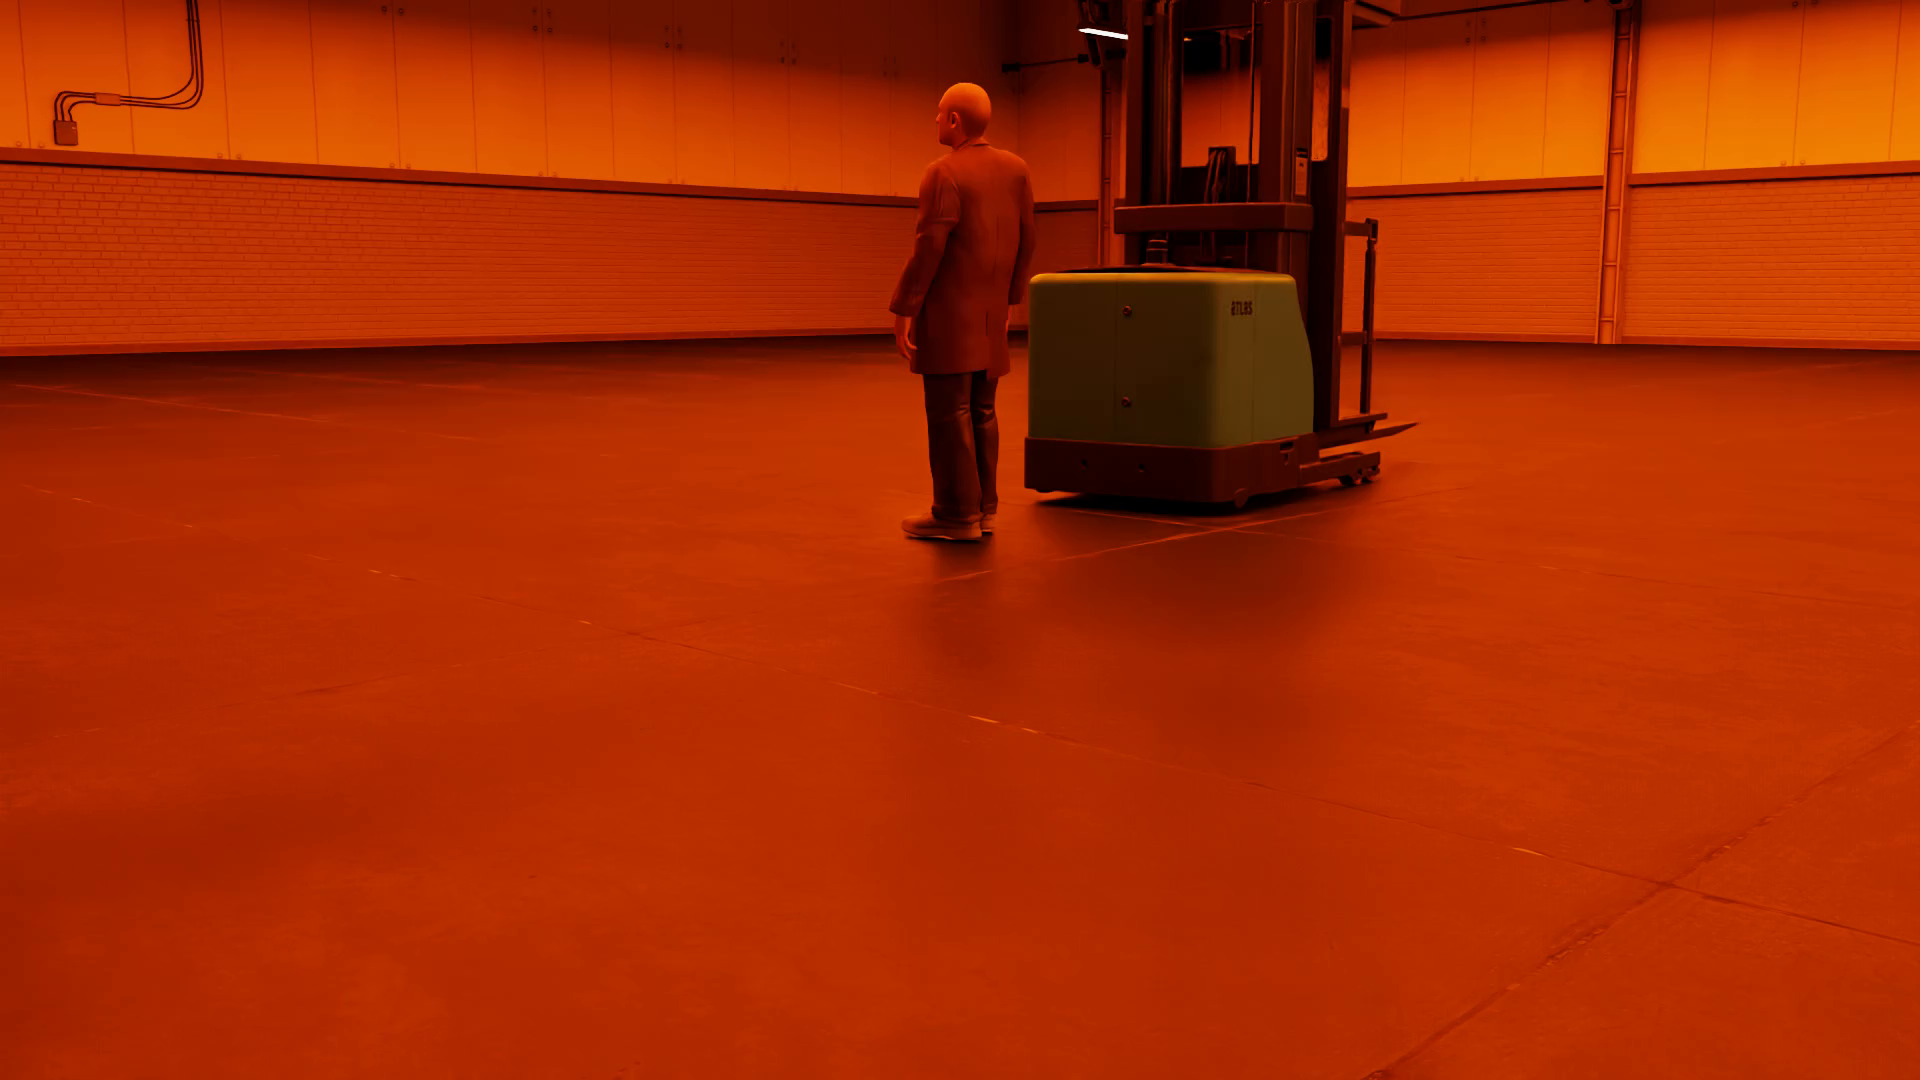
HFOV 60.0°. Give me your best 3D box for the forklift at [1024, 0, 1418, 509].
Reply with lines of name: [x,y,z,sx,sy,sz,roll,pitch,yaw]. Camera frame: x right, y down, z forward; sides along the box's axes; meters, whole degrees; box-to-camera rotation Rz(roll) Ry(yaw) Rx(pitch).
forklift: [1.561,-1.765,8.595,1.130,2.935,3.031,6,10,34]

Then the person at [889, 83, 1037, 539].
person: [-0.062,-0.896,6.650,0.582,1.775,0.696,8,12,43]
